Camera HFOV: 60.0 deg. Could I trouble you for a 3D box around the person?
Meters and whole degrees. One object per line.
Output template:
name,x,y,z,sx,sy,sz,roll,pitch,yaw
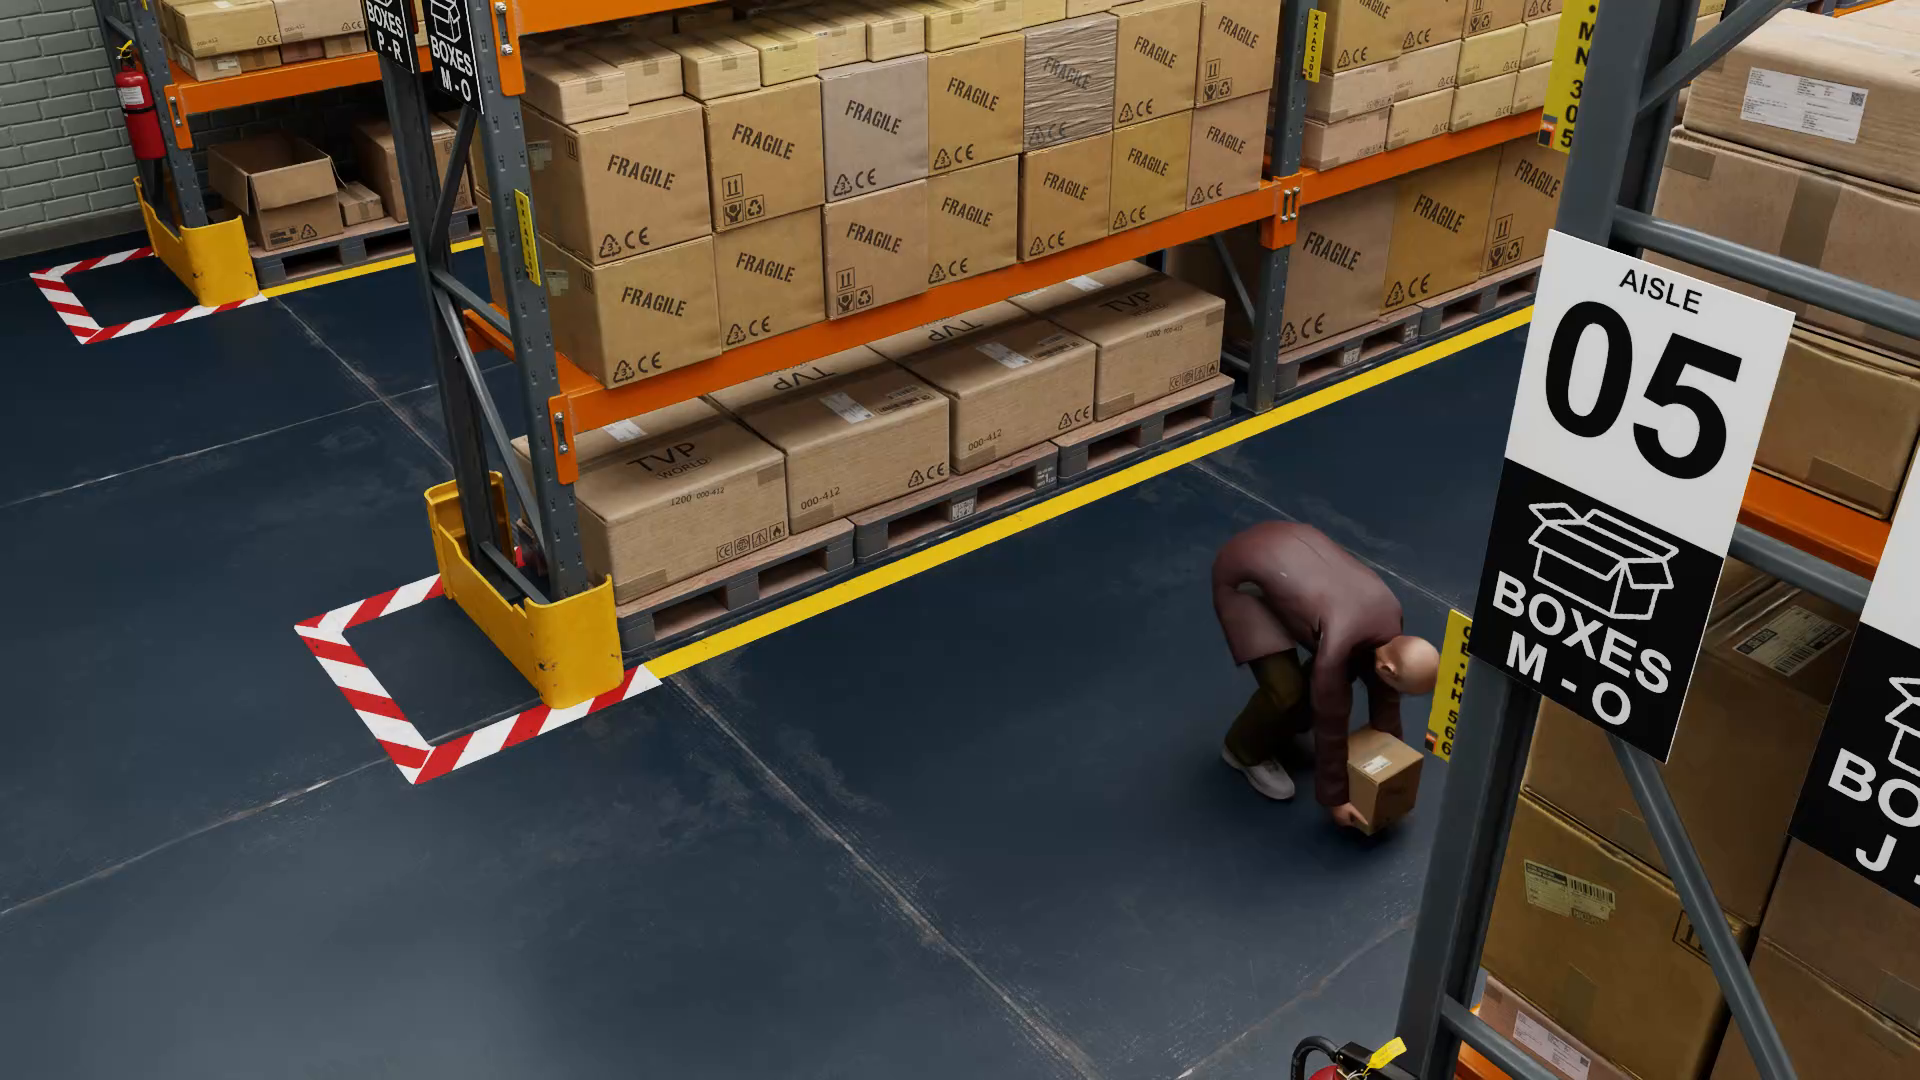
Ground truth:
person,1.323,0.473,6.060,0.580,1.066,0.947,-24,39,-33
